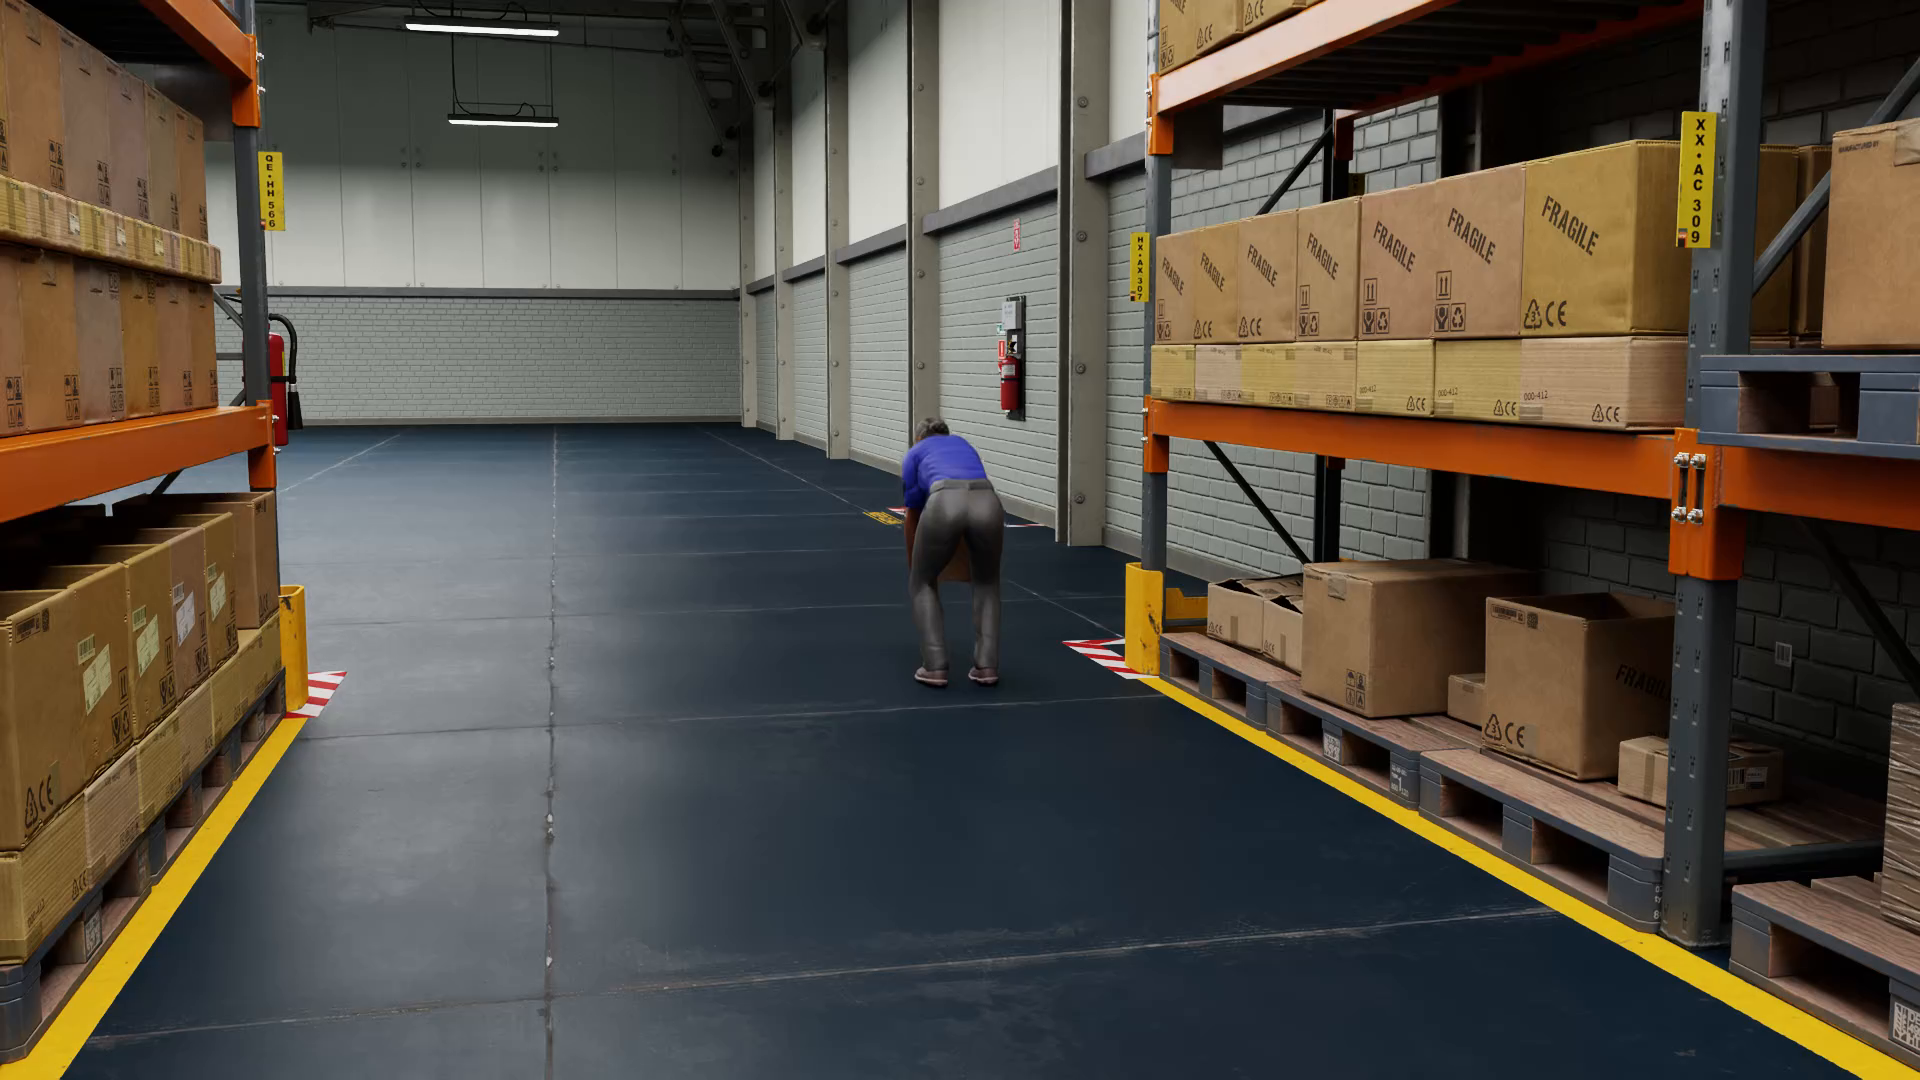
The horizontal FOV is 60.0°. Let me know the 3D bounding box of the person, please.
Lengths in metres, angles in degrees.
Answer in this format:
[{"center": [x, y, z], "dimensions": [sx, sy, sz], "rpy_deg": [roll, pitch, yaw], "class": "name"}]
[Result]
[{"center": [-0.050, 0.041, 7.867], "dimensions": [0.428, 1.221, 0.825], "rpy_deg": [-1, 6, -13], "class": "person"}]
